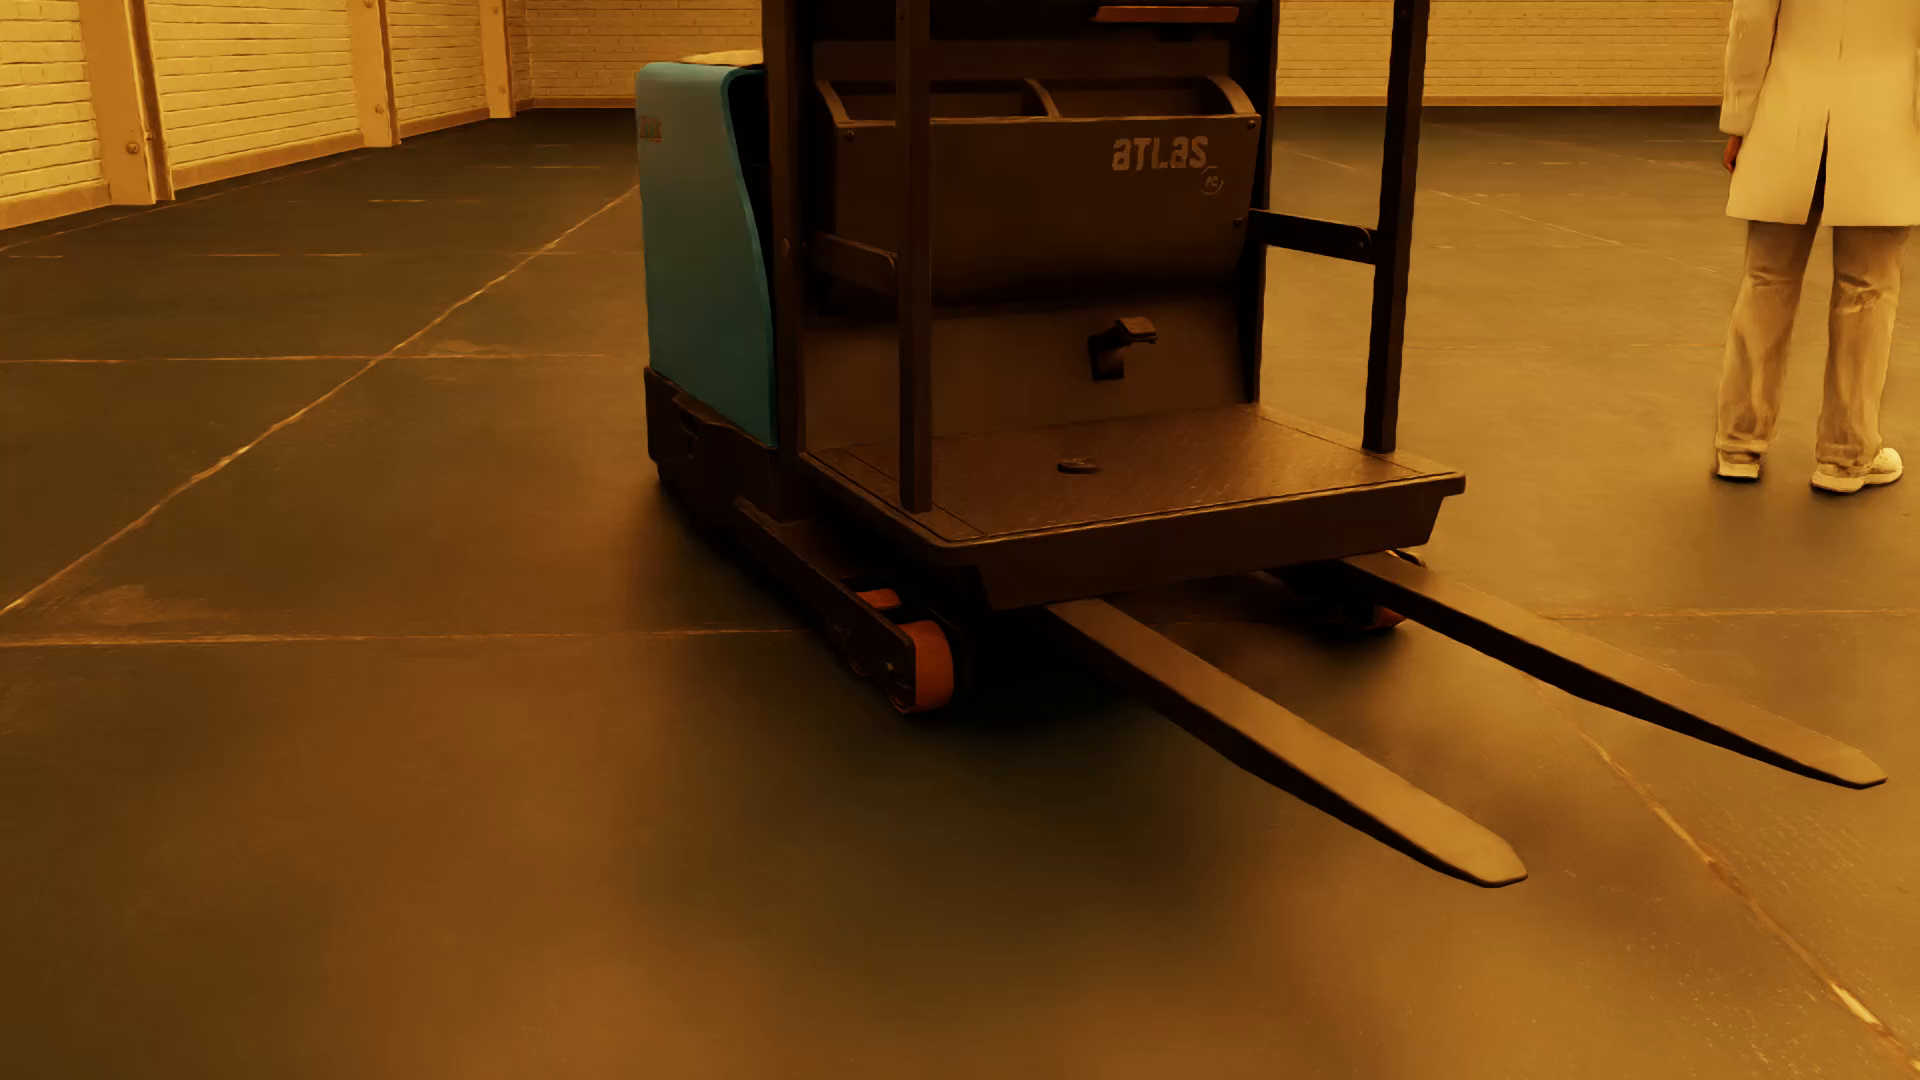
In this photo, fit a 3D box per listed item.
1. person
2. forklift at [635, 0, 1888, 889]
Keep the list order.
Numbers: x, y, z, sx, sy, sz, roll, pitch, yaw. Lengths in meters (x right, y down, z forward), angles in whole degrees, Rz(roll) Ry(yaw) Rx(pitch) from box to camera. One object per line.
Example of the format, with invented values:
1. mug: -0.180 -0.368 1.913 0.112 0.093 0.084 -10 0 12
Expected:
1. person: 2.238 -1.029 4.240 0.550 1.781 0.390 12 21 35
2. forklift: 0.258 -1.240 2.962 1.130 2.935 3.031 -8 19 -24
